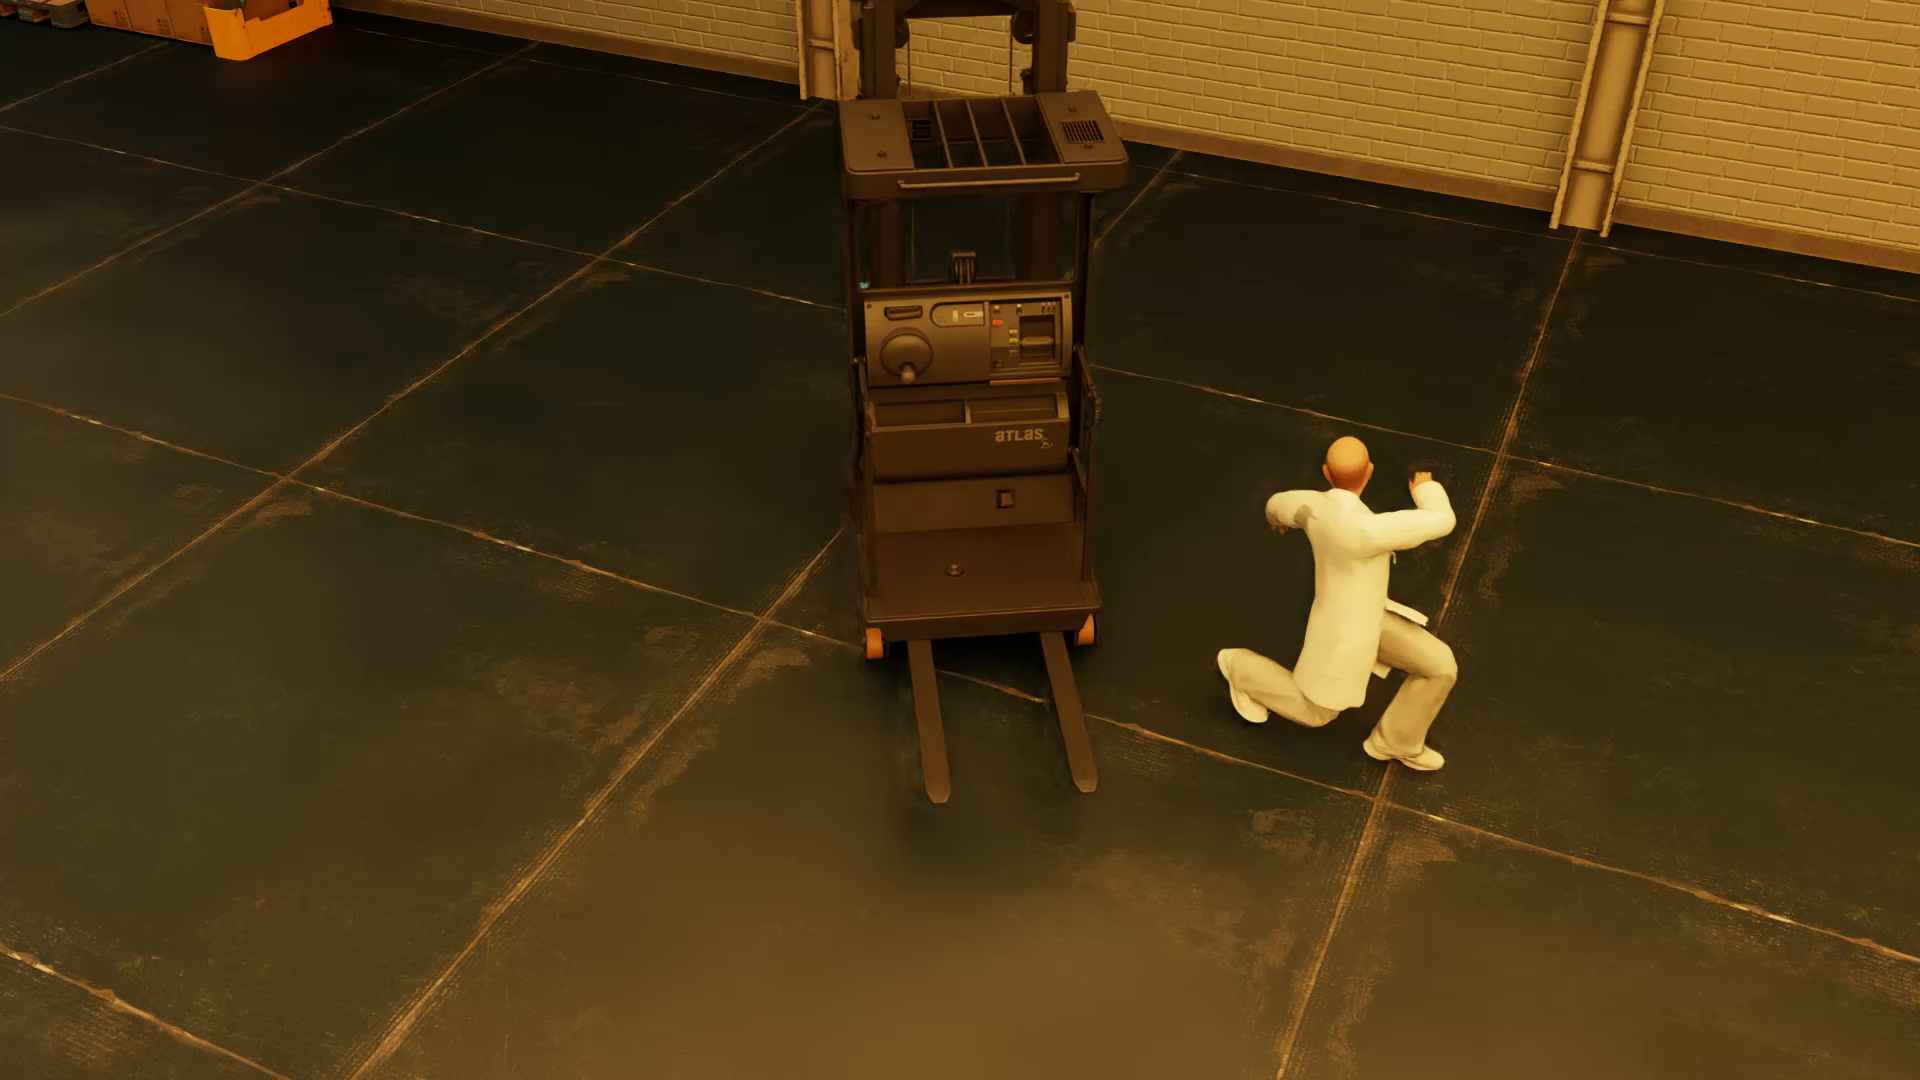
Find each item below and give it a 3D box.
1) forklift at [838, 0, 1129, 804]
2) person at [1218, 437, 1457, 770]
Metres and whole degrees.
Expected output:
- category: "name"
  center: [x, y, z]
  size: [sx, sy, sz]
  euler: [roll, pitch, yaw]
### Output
- category: "forklift"
  center: [0.064, -0.841, 7.265]
  size: [1.130, 2.935, 3.031]
  euler: [-3, 36, -5]
- category: "person"
  center: [1.666, 0.197, 7.076]
  size: [1.048, 1.497, 0.877]
  euler: [12, 37, 16]
